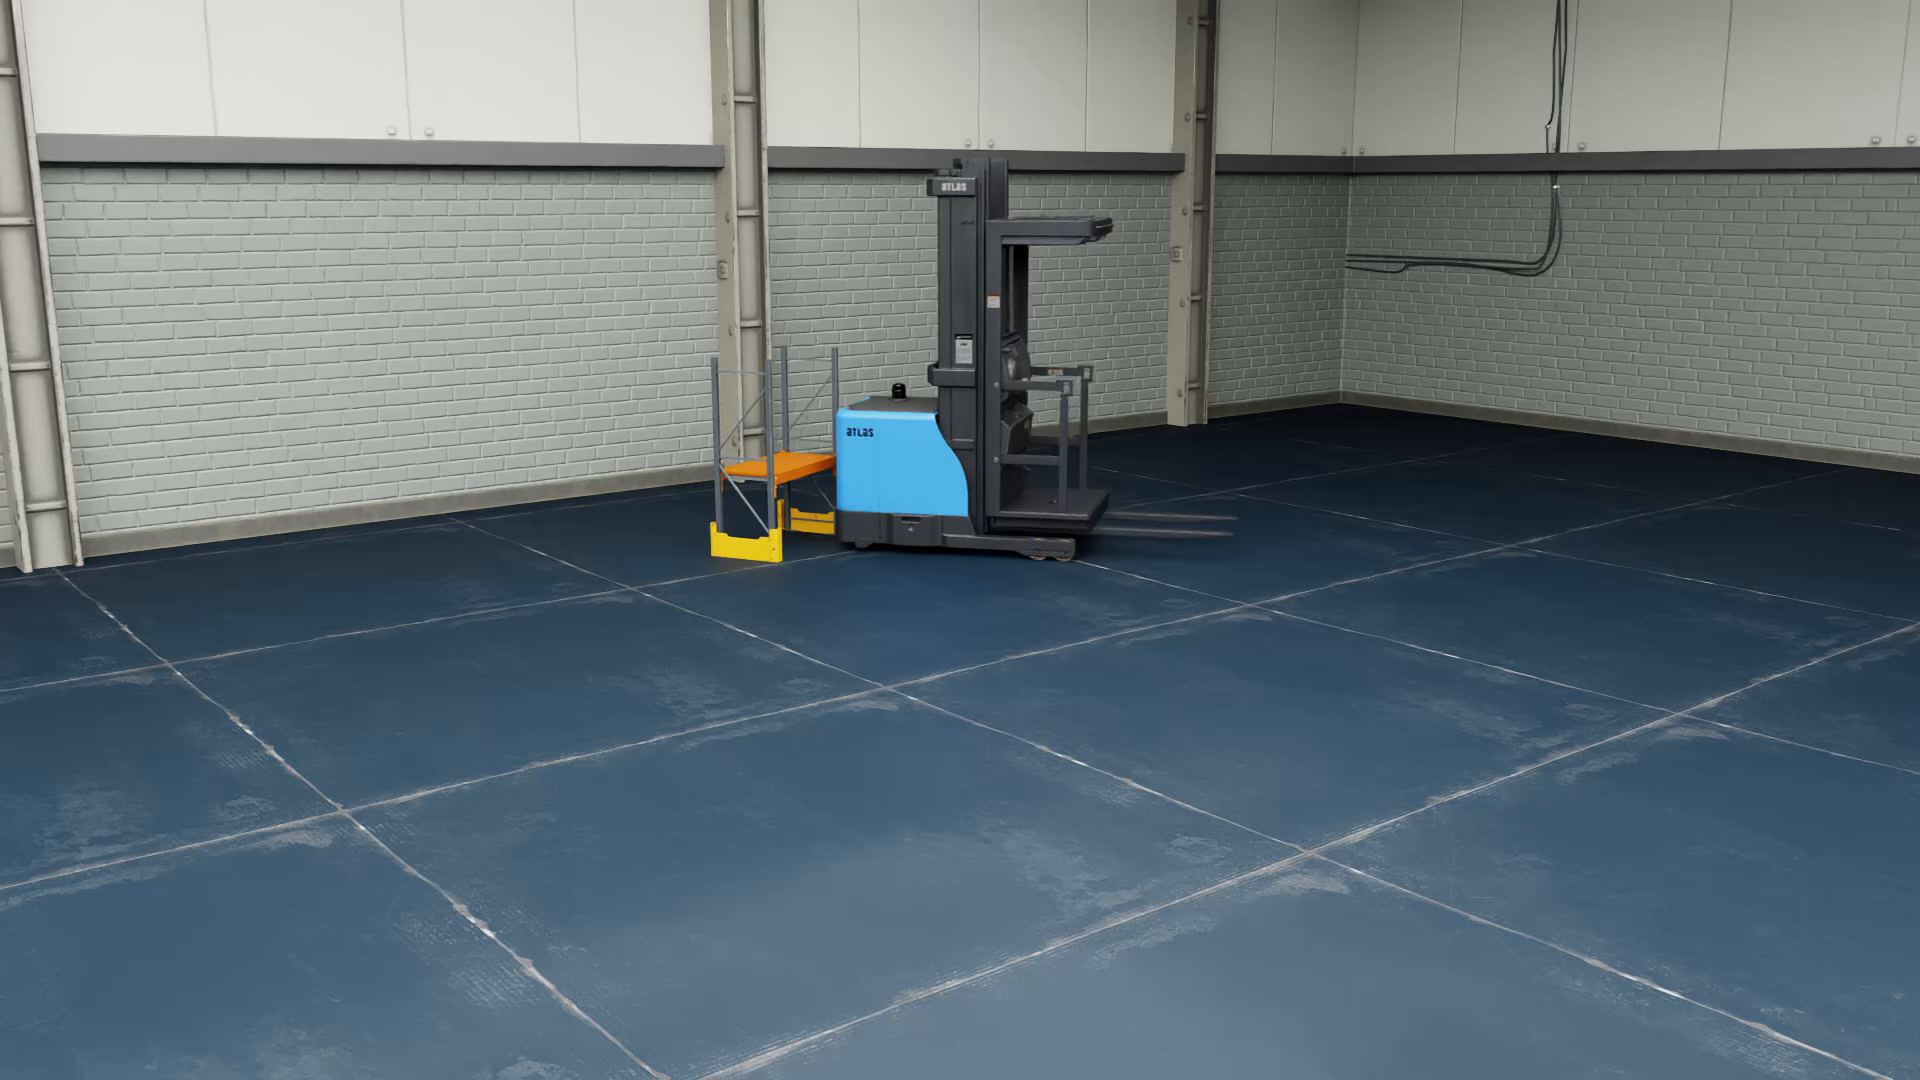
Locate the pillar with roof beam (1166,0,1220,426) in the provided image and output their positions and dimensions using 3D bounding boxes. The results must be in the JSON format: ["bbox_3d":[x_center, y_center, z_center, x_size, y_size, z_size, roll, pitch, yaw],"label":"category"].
[{"bbox_3d":[5.356,-5.074,15.361,0.400,9.000,9.100,-9,15,-38],"label":"pillar with roof beam"}]

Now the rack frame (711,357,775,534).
[{"bbox_3d":[-1.604,-0.597,12.331,0.500,1.500,0.032,5,13,24],"label":"rack frame"}]

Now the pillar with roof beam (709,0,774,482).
[{"bbox_3d":[0.671,-4.296,11.694,0.400,9.000,9.100,-9,15,-38],"label":"pillar with roof beam"}]

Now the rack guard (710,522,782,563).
[{"bbox_3d":[-1.604,0.014,12.462,0.587,0.250,0.087,5,13,24],"label":"rack guard"}]

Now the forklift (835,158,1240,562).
[{"bbox_3d":[0.614,-1.391,12.625,3.031,2.935,1.130,3,12,13],"label":"forklift"}]

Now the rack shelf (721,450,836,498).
[{"bbox_3d":[-1.396,-0.518,12.822,0.538,0.185,1.000,5,13,24],"label":"rack shelf"}]

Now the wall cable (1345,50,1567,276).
[{"bbox_3d":[5.793,-4.421,19.762,0.112,2.526,3.097,-9,15,-38],"label":"wall cable"}]

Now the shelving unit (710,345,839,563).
[{"bbox_3d":[-1.400,-0.692,12.777,0.587,1.500,1.083,5,13,24],"label":"shelving unit"}]

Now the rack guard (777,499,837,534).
[{"bbox_3d":[-1.196,-0.175,13.351,0.587,0.250,0.087,5,13,24],"label":"rack guard"}]

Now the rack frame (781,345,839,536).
[{"bbox_3d":[-1.188,-0.790,13.238,0.500,1.500,0.032,5,13,24],"label":"rack frame"}]

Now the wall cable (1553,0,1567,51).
[{"bbox_3d":[7.483,-6.453,17.171,0.112,2.526,3.097,-9,15,-38],"label":"wall cable"}]

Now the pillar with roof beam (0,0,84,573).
[{"bbox_3d":[-4.014,-3.517,8.028,0.400,9.000,9.100,-9,15,-38],"label":"pillar with roof beam"}]
